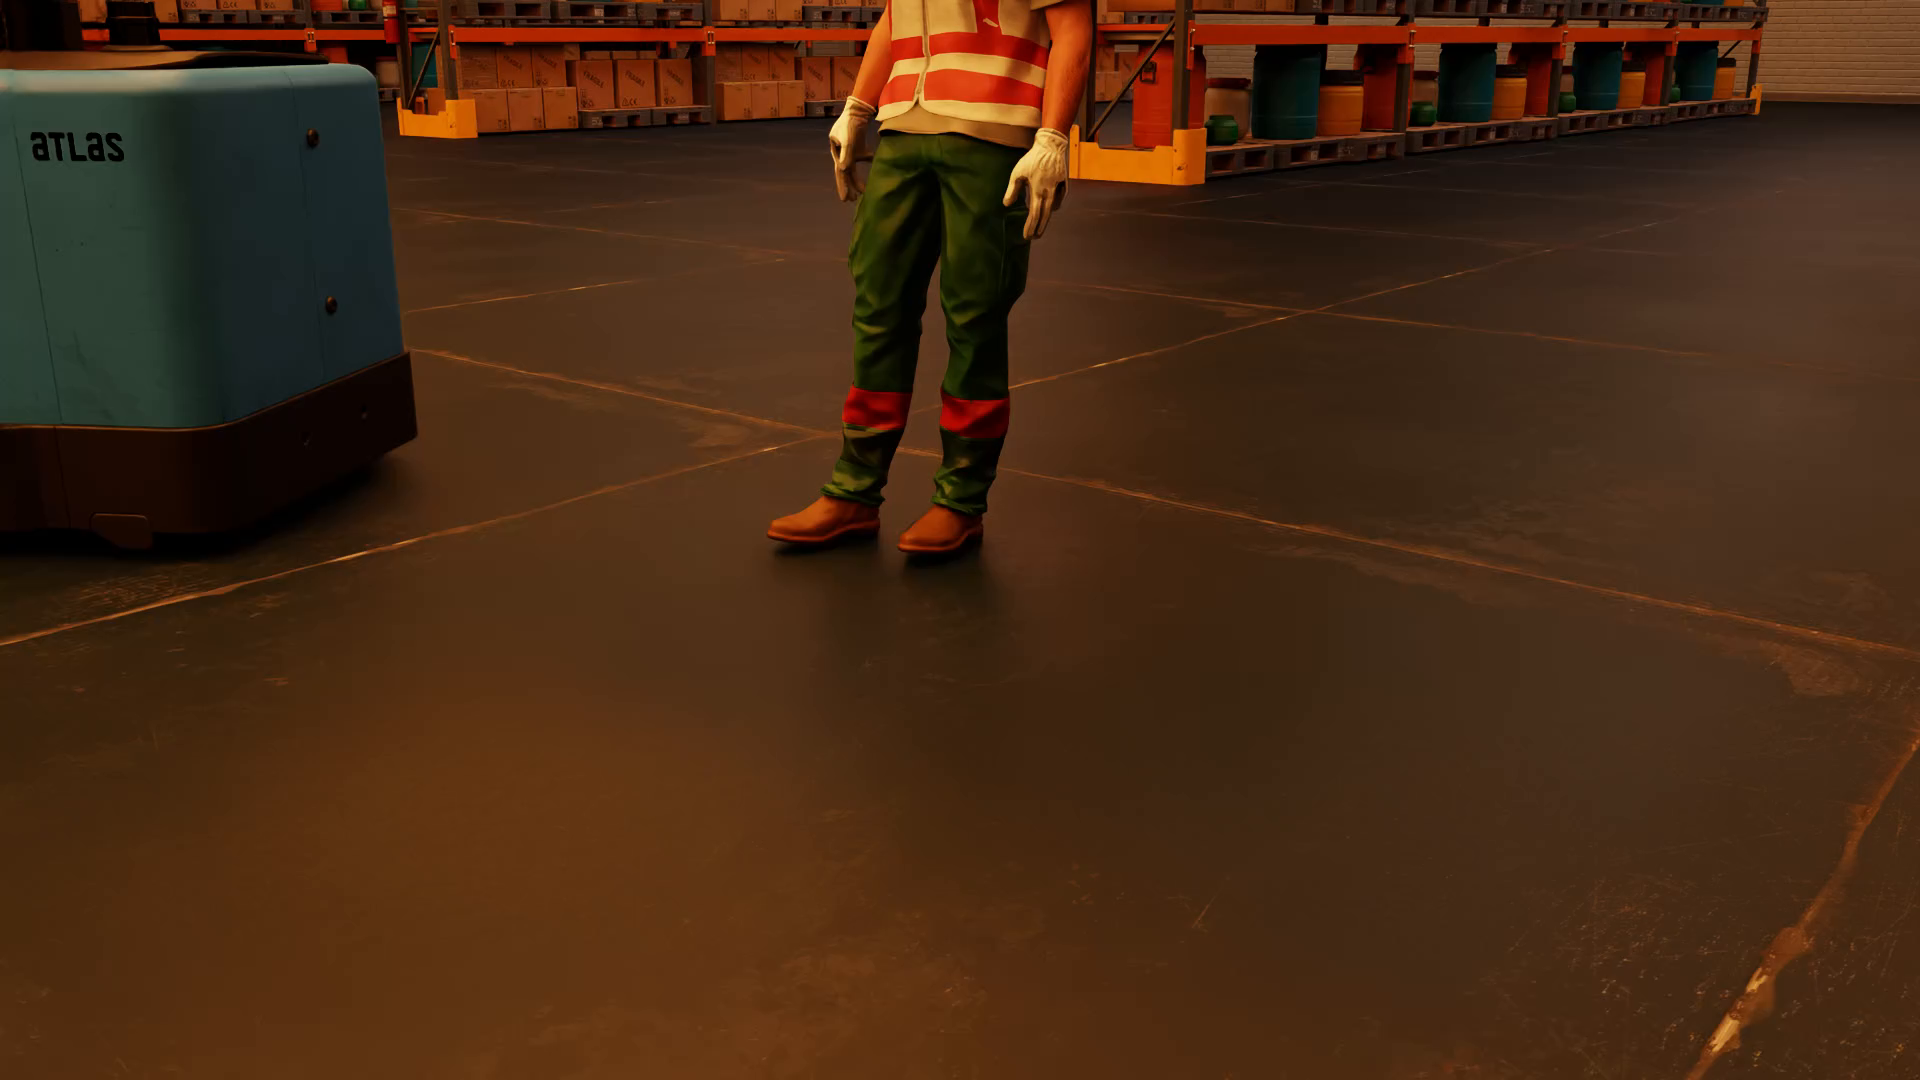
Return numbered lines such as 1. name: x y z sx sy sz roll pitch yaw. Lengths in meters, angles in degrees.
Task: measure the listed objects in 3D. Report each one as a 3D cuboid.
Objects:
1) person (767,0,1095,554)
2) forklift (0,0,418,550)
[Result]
1. person: -0.060 -0.848 3.628 0.637 1.787 0.564 13 21 37
2. forklift: -3.072 -1.551 4.006 3.031 2.935 1.130 2 17 7
